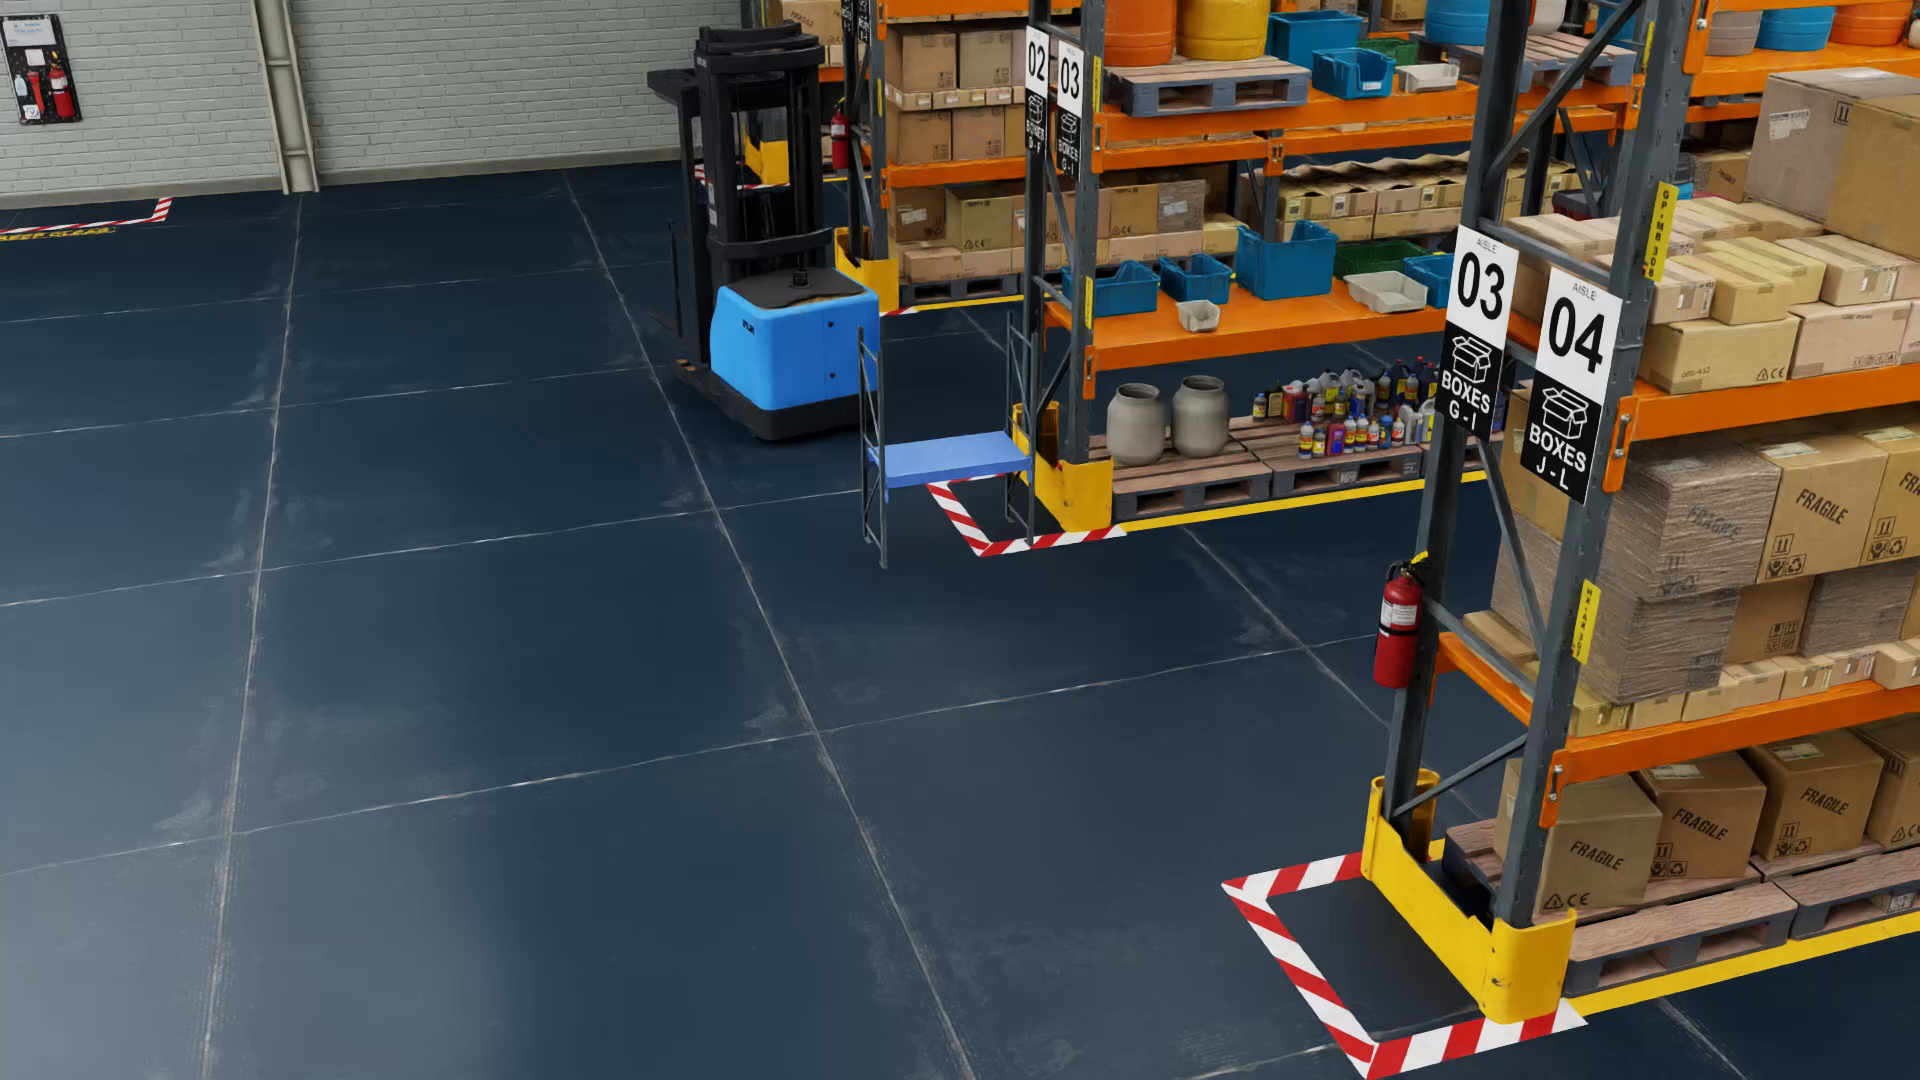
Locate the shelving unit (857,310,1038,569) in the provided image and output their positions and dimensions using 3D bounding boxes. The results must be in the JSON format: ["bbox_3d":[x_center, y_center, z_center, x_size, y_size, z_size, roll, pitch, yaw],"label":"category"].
[{"bbox_3d":[-0.081,-0.660,10.887,1.048,1.500,0.538,-8,28,-16],"label":"shelving unit"}]

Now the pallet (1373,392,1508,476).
[{"bbox_3d":[3.807,-0.853,12.725,1.213,0.211,1.003,-8,28,-16],"label":"pallet"}]

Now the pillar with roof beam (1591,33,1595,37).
[{"bbox_3d":[10.728,-8.796,18.843,0.400,9.000,9.100,-8,28,-16],"label":"pillar with roof beam"}]

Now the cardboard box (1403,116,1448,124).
[{"bbox_3d":[4.641,-4.557,16.938,0.500,0.500,0.500,-8,28,-16],"label":"cardboard box"}]

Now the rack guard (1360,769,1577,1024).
[{"bbox_3d":[2.261,1.577,7.505,0.348,0.500,1.175,-8,28,-16],"label":"rack guard"}]

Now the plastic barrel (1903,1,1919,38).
[{"bbox_3d":[7.414,-4.275,12.544,0.600,0.901,0.600,0,26,0],"label":"plastic barrel"}]

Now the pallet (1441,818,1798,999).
[{"bbox_3d":[3.045,1.610,7.765,1.213,0.211,1.003,-8,28,-16],"label":"pallet"}]

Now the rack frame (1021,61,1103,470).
[{"bbox_3d":[0.655,-1.626,11.147,0.127,3.000,1.000,-8,28,-16],"label":"rack frame"}]

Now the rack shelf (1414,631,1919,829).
[{"bbox_3d":[4.091,0.515,7.643,4.000,0.370,1.077,-8,28,-16],"label":"rack shelf"}]

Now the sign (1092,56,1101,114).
[{"bbox_3d":[0.822,-2.740,10.008,0.005,0.325,0.100,-8,28,-16],"label":"sign"}]

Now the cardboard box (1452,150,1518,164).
[{"bbox_3d":[5.646,-4.006,17.930,0.500,0.311,0.500,-9,28,-17],"label":"cardboard box"}]

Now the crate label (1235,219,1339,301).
[{"bbox_3d":[2.322,-2.010,11.880,0.616,0.435,0.502,-8,28,-16],"label":"crate label"}]

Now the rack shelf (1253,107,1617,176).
[{"bbox_3d":[4.830,-4.225,17.190,4.000,0.370,1.077,-8,28,-16],"label":"rack shelf"}]

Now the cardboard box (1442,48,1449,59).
[{"bbox_3d":[6.769,-6.306,22.517,0.750,0.750,0.750,-8,28,-16],"label":"cardboard box"}]

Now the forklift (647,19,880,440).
[{"bbox_3d":[-1.768,-2.685,13.356,1.130,2.935,3.031,-14,30,-26],"label":"forklift"}]

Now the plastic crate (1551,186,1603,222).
[{"bbox_3d":[4.824,-2.402,12.637,0.583,0.464,0.402,-8,28,-16],"label":"plastic crate"}]

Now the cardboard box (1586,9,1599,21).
[{"bbox_3d":[8.531,-7.153,22.539,0.250,0.149,0.380,-8,27,-15],"label":"cardboard box"}]

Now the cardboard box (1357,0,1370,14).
[{"bbox_3d":[5.562,-7.280,22.066,0.500,0.500,0.500,-8,28,-16],"label":"cardboard box"}]

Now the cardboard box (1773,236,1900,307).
[{"bbox_3d":[3.282,-1.016,6.265,0.250,0.149,0.380,-7,27,-14],"label":"cardboard box"}]

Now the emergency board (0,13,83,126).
[{"bbox_3d":[-10.081,-5.127,18.198,0.643,1.169,0.194,-8,28,-16],"label":"emergency board"}]

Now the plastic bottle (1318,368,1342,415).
[{"bbox_3d":[2.802,-1.142,12.655,0.185,0.351,0.144,-7,27,-14],"label":"plastic bottle"}]

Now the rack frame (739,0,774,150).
[{"bbox_3d":[-2.413,-5.815,19.584,0.127,3.000,1.000,-8,28,-16],"label":"rack frame"}]

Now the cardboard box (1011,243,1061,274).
[{"bbox_3d":[0.654,-2.796,16.124,0.500,0.250,0.500,-8,28,-16],"label":"cardboard box"}]

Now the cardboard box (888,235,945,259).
[{"bbox_3d":[-0.457,-2.876,16.285,0.500,0.250,0.500,-8,28,-16],"label":"cardboard box"}]

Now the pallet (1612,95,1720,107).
[{"bbox_3d":[7.355,-4.860,17.876,1.003,0.211,1.213,-8,28,-16],"label":"pallet"}]

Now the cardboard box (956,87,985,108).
[{"bbox_3d":[0.053,-4.091,15.269,0.250,0.149,0.380,-8,28,-16],"label":"cardboard box"}]

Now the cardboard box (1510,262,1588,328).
[{"bbox_3d":[2.569,-0.982,6.645,0.500,0.250,0.500,-8,27,-15],"label":"cardboard box"}]

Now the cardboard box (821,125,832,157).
[{"bbox_3d":[-1.727,-4.865,20.199,0.500,0.311,0.500,-12,29,-22],"label":"cardboard box"}]

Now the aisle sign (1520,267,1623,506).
[{"bbox_3d":[2.223,-0.561,6.078,0.004,0.787,0.394,-8,28,-16],"label":"aisle sign"}]

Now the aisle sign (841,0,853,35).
[{"bbox_3d":[-1.028,-5.001,15.020,0.004,0.787,0.394,-8,28,-16],"label":"aisle sign"}]

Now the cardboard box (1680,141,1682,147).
[{"bbox_3d":[7.601,-4.474,18.355,0.500,0.250,0.500,-7,27,-14],"label":"cardboard box"}]

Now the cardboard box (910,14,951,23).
[{"bbox_3d":[-0.412,-6.240,19.742,0.500,0.500,0.500,-7,27,-14],"label":"cardboard box"}]

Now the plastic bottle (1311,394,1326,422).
[{"bbox_3d":[2.702,-1.000,12.538,0.097,0.201,0.097,0,26,0],"label":"plastic bottle"}]

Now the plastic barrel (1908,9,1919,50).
[{"bbox_3d":[7.125,-3.736,12.178,0.301,0.262,0.301,0,26,0],"label":"plastic barrel"}]

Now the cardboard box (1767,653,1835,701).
[{"bbox_3d":[3.491,0.513,7.120,0.250,0.149,0.380,-8,28,-16],"label":"cardboard box"}]

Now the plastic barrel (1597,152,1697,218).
[{"bbox_3d":[4.920,-2.327,11.994,0.708,0.901,0.600,-8,28,-16],"label":"plastic barrel"}]

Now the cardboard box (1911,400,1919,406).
[{"bbox_3d":[4.223,-0.325,6.954,0.500,0.500,0.500,-8,28,-16],"label":"cardboard box"}]

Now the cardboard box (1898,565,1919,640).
[{"bbox_3d":[4.127,-0.008,7.441,0.500,0.500,0.875,-8,28,-16],"label":"cardboard box"}]

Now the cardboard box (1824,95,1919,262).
[{"bbox_3d":[3.684,-1.368,6.244,0.500,0.500,0.500,-8,28,-16],"label":"cardboard box"}]

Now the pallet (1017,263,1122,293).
[{"bbox_3d":[0.997,-2.761,16.569,1.213,0.211,1.003,-8,28,-16],"label":"pallet"}]

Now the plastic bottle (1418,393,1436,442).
[{"bbox_3d":[3.446,-0.906,12.180,0.185,0.351,0.144,-8,28,-16],"label":"plastic bottle"}]

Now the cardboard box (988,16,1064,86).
[{"bbox_3d":[0.601,-4.557,15.480,0.500,0.500,0.700,-8,28,-16],"label":"cardboard box"}]

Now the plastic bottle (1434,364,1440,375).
[{"bbox_3d":[3.721,-1.239,12.936,0.135,0.276,0.152,-7,27,-14],"label":"plastic bottle"}]

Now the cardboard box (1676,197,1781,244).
[{"bbox_3d":[3.098,-1.272,6.780,0.250,0.149,0.380,-8,28,-16],"label":"cardboard box"}]

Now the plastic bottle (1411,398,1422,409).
[{"bbox_3d":[3.390,-0.916,12.275,0.133,0.283,0.061,-8,28,-16],"label":"plastic bottle"}]

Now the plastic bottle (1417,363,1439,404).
[{"bbox_3d":[3.607,-1.191,12.754,0.185,0.351,0.144,-8,28,-16],"label":"plastic bottle"}]

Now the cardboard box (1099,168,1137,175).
[{"bbox_3d":[1.440,-3.495,16.687,0.500,0.500,0.500,-8,28,-16],"label":"cardboard box"}]

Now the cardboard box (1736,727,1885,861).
[{"bbox_3d":[3.947,1.146,7.902,0.500,0.500,0.500,-6,27,-11],"label":"cardboard box"}]

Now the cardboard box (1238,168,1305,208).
[{"bbox_3d":[3.225,-3.656,17.226,0.500,0.311,0.500,-8,28,-16],"label":"cardboard box"}]

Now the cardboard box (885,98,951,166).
[{"bbox_3d":[-0.427,-3.825,15.463,0.500,0.500,0.700,-8,28,-16],"label":"cardboard box"}]

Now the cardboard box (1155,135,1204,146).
[{"bbox_3d":[2.009,-4.177,16.173,0.500,0.500,0.700,-9,28,-17],"label":"cardboard box"}]

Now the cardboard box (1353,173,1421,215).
[{"bbox_3d":[4.368,-3.570,17.050,0.500,0.311,0.500,-9,28,-18],"label":"cardboard box"}]

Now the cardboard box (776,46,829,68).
[{"bbox_3d":[-1.850,-5.690,19.478,0.500,0.250,0.500,-9,28,-18],"label":"cardboard box"}]

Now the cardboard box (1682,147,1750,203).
[{"bbox_3d":[8.228,-3.983,18.211,0.500,0.500,0.500,-9,28,-17],"label":"cardboard box"}]

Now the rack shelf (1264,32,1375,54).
[{"bbox_3d":[3.293,-6.319,21.408,4.000,0.370,1.077,-8,28,-16],"label":"rack shelf"}]

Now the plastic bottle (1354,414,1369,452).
[{"bbox_3d":[2.897,-0.780,12.016,0.097,0.271,0.097,0,26,0],"label":"plastic bottle"}]

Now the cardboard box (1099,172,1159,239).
[{"bbox_3d":[1.602,-3.274,16.242,0.500,0.500,0.500,-8,28,-16],"label":"cardboard box"}]

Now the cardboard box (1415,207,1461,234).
[{"bbox_3d":[4.851,-3.391,17.322,0.500,0.250,0.500,-8,27,-15],"label":"cardboard box"}]
